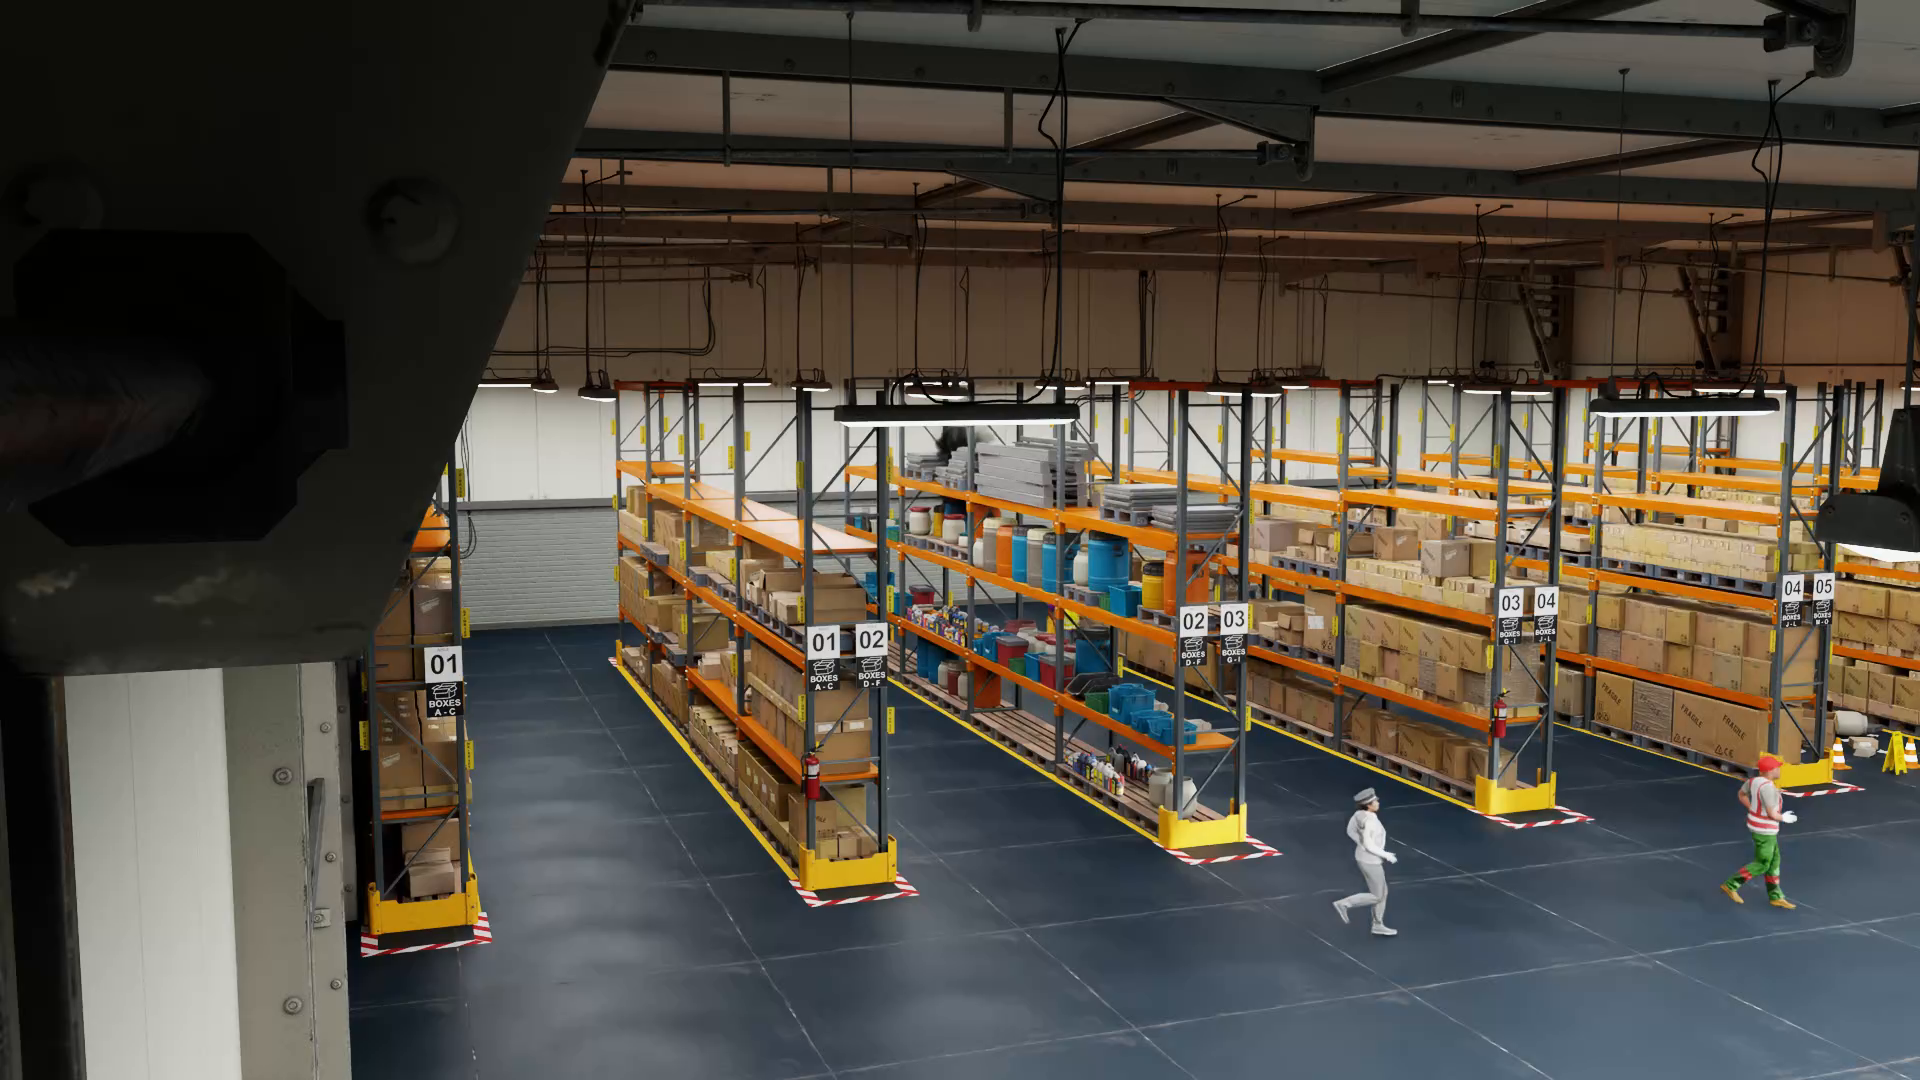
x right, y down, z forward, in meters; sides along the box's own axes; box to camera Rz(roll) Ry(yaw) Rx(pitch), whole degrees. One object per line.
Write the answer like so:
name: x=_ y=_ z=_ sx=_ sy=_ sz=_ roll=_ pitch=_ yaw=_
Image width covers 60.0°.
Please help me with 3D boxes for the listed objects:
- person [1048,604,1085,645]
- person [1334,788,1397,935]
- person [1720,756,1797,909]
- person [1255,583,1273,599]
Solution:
person: x=2.111 y=1.769 z=32.131 sx=0.698 sy=1.837 sz=0.703 roll=-3 pitch=7 yaw=-26
person: x=4.496 y=3.560 z=18.443 sx=0.729 sy=1.663 sz=0.615 roll=0 pitch=6 yaw=-1
person: x=9.317 y=3.396 z=19.347 sx=0.872 sy=1.801 sz=0.685 roll=1 pitch=6 yaw=10
person: x=7.625 y=1.183 z=41.575 sx=0.519 sy=1.549 sz=0.746 roll=1 pitch=6 yaw=13
